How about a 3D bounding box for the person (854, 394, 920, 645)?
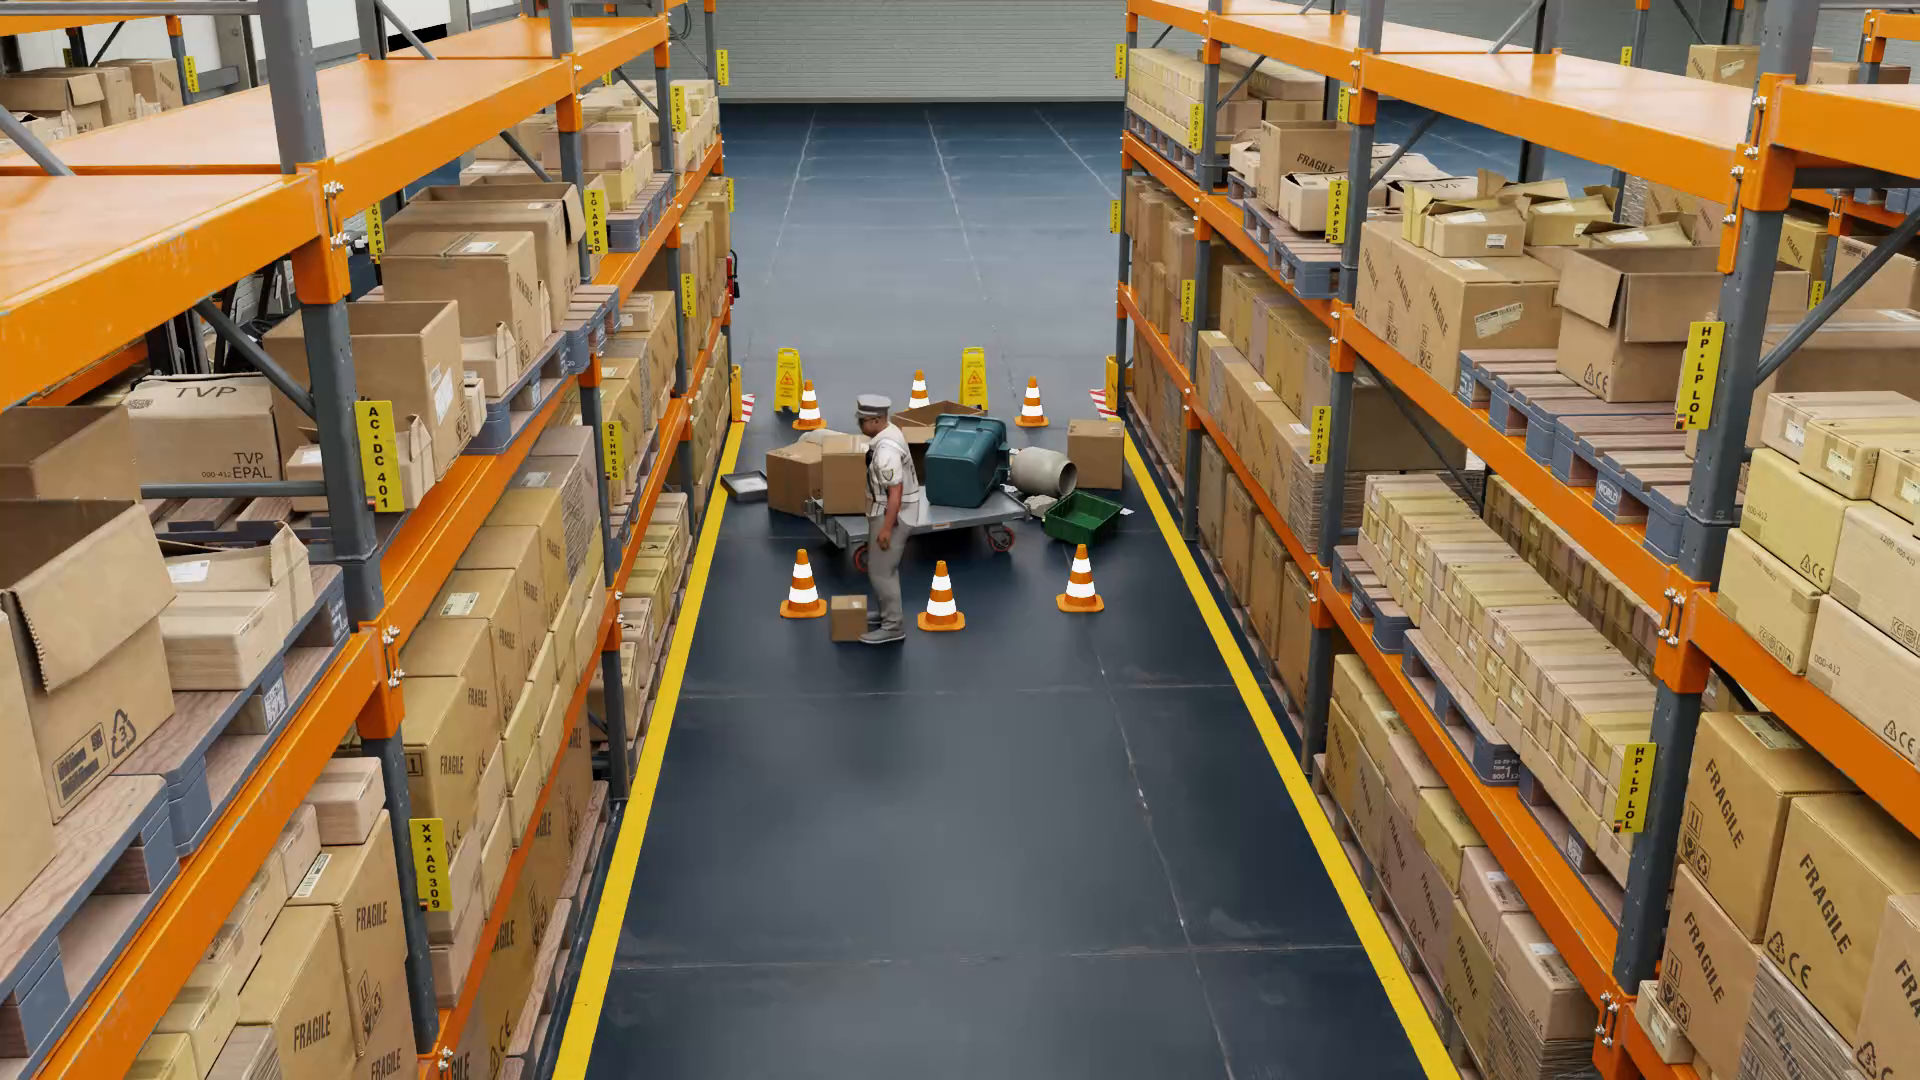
[{"bbox_3d":[-0.504,-0.158,11.496,0.443,1.746,0.590,-2,20,-5],"label":"person"}]
